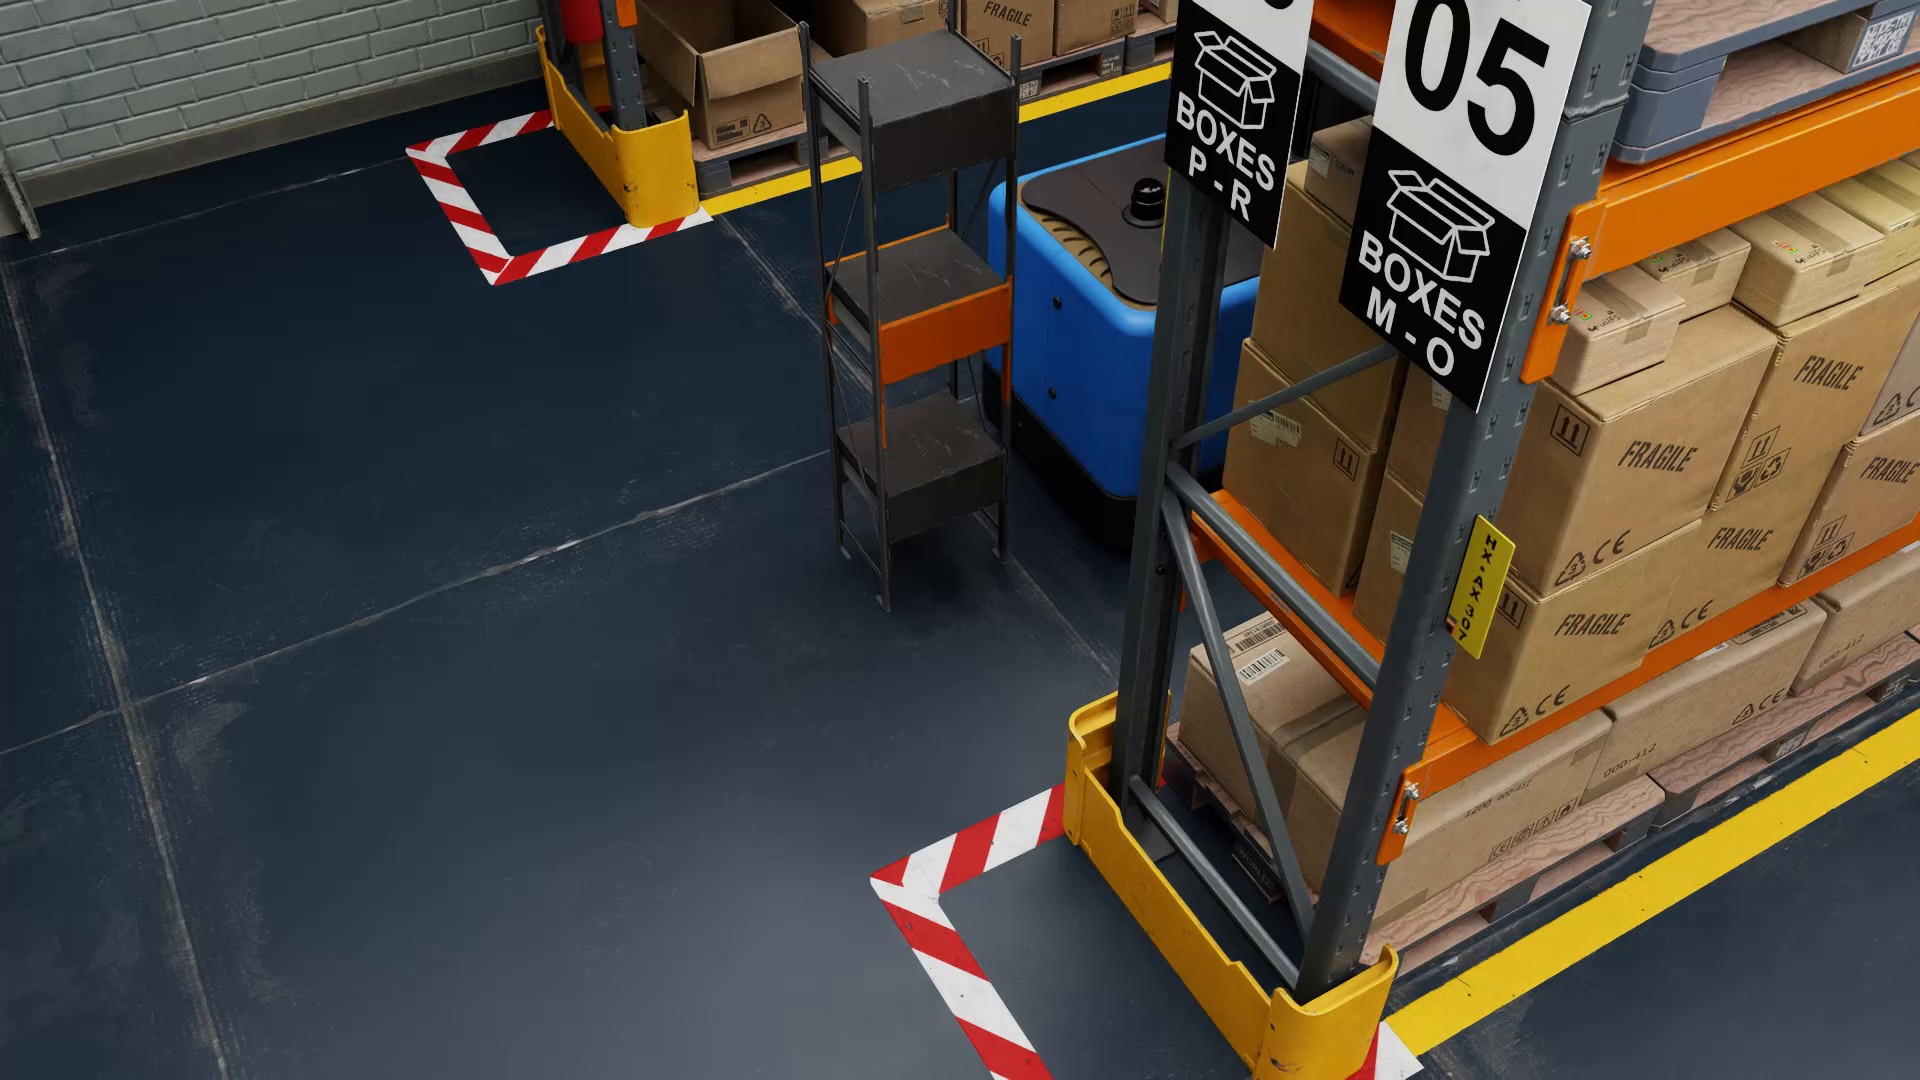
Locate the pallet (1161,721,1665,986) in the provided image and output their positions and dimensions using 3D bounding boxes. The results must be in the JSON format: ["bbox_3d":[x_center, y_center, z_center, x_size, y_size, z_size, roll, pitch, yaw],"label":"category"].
[{"bbox_3d":[1.417,0.776,5.299,1.213,0.211,1.003,-22,48,-21],"label":"pallet"}]

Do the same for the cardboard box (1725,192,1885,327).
[{"bbox_3d":[1.683,-0.639,3.499,0.250,0.149,0.380,-20,48,-20],"label":"cardboard box"}]

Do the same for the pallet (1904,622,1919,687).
[{"bbox_3d":[3.533,-0.071,6.172,1.213,0.211,1.003,-22,48,-21],"label":"pallet"}]

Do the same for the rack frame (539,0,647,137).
[{"bbox_3d":[-1.713,-2.896,7.081,0.127,3.000,1.000,-22,48,-21],"label":"rack frame"}]

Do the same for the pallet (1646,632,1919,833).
[{"bbox_3d":[2.474,0.355,5.733,1.213,0.211,1.003,-22,48,-21],"label":"pallet"}]

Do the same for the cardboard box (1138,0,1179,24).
[{"bbox_3d":[1.109,-2.959,8.807,0.258,0.266,0.396,-20,48,-20],"label":"cardboard box"}]

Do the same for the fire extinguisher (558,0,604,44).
[{"bbox_3d":[-1.611,-2.405,6.897,0.183,0.674,0.296,-22,48,-21],"label":"fire extinguisher"}]

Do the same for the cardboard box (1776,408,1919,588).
[{"bbox_3d":[2.197,-0.287,4.321,0.500,0.500,0.500,-22,48,-21],"label":"cardboard box"}]

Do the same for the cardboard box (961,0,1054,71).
[{"bbox_3d":[0.133,-2.701,8.373,0.500,0.500,0.500,-21,48,-20],"label":"cardboard box"}]

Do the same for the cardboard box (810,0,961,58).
[{"bbox_3d":[-0.375,-2.578,8.246,0.500,0.500,0.700,-20,48,-19],"label":"cardboard box"}]

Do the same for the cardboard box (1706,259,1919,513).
[{"bbox_3d":[1.765,-0.473,3.794,0.500,0.500,0.500,-23,49,-22],"label":"cardboard box"}]

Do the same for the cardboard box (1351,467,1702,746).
[{"bbox_3d":[1.322,0.071,3.952,0.500,0.500,0.500,-22,48,-21],"label":"cardboard box"}]

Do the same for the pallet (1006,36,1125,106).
[{"bbox_3d":[0.100,-2.620,8.798,1.213,0.211,1.003,-22,48,-21],"label":"pallet"}]

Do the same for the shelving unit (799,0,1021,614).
[{"bbox_3d":[-0.144,-0.696,5.460,0.503,2.100,0.431,-22,48,-21],"label":"shelving unit"}]

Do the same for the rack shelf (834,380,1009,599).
[{"bbox_3d":[-0.144,-0.184,5.957,0.480,0.518,0.431,-22,48,-21],"label":"rack shelf"}]

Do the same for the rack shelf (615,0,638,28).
[{"bbox_3d":[0.021,-3.332,8.046,4.000,0.370,1.077,-22,48,-21],"label":"rack shelf"}]

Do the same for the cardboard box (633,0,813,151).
[{"bbox_3d":[-1.136,-2.306,7.964,0.637,0.503,0.797,-24,49,-22],"label":"cardboard box"}]

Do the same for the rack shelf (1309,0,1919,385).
[{"bbox_3d":[2.497,-1.413,3.914,4.000,0.370,1.077,-22,48,-21],"label":"rack shelf"}]

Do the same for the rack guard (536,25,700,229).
[{"bbox_3d":[-1.647,-2.026,7.978,0.348,0.500,1.175,-22,48,-21],"label":"rack guard"}]

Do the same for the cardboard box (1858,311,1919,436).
[{"bbox_3d":[2.208,-0.656,3.983,0.500,0.500,0.500,-22,48,-21],"label":"cardboard box"}]

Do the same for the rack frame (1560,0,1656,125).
[{"bbox_3d":[0.763,-2.053,1.904,0.127,3.000,1.000,-22,48,-21],"label":"rack frame"}]

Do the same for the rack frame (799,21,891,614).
[{"bbox_3d":[-0.355,-0.611,5.372,0.015,2.100,0.400,-22,48,-21],"label":"rack frame"}]

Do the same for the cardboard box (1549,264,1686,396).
[{"bbox_3d":[1.208,-0.484,3.339,0.250,0.149,0.380,-21,48,-20],"label":"cardboard box"}]

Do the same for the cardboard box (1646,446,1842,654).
[{"bbox_3d":[1.747,-0.122,4.150,0.500,0.500,0.500,-22,48,-21],"label":"cardboard box"}]

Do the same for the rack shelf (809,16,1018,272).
[{"bbox_3d":[-0.144,-1.189,4.982,0.480,0.518,0.431,-22,48,-21],"label":"rack shelf"}]

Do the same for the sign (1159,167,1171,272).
[{"bbox_3d":[0.504,-0.733,3.850,0.005,0.325,0.100,-22,48,-21],"label":"sign"}]

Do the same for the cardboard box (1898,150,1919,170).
[{"bbox_3d":[2.103,-0.864,3.731,0.250,0.149,0.380,-21,48,-21],"label":"cardboard box"}]

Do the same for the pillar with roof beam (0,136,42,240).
[{"bbox_3d":[-2.356,-2.059,1.910,0.400,9.000,9.100,-22,48,-21],"label":"pillar with roof beam"}]

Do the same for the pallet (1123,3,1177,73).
[{"bbox_3d":[1.159,-3.046,9.237,1.213,0.211,1.003,-22,48,-21],"label":"pallet"}]

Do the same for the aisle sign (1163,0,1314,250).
[{"bbox_3d":[0.546,-0.996,3.255,0.004,0.787,0.394,-22,48,-21],"label":"aisle sign"}]

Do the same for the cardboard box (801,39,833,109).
[{"bbox_3d":[-0.748,-2.303,8.215,0.250,0.149,0.380,-24,49,-22],"label":"cardboard box"}]

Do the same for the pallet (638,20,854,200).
[{"bbox_3d":[-0.957,-2.199,8.365,1.213,0.211,1.003,-22,48,-21],"label":"pallet"}]

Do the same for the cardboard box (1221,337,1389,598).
[{"bbox_3d":[1.049,-0.263,4.296,0.500,0.500,0.500,-22,48,-21],"label":"cardboard box"}]

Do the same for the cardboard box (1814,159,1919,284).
[{"bbox_3d":[1.902,-0.741,3.604,0.250,0.149,0.380,-23,49,-22],"label":"cardboard box"}]

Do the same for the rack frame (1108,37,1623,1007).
[{"bbox_3d":[0.763,0.100,3.994,0.127,3.000,1.000,-22,48,-21],"label":"rack frame"}]

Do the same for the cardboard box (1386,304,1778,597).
[{"bbox_3d":[1.321,-0.290,3.605,0.500,0.500,0.500,-23,49,-22],"label":"cardboard box"}]

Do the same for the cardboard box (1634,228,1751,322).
[{"bbox_3d":[1.400,-0.618,3.477,0.250,0.149,0.380,-21,48,-20],"label":"cardboard box"}]

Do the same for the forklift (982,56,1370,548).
[{"bbox_3d":[1.631,-1.773,5.972,3.031,2.935,1.130,-21,48,-20],"label":"forklift"}]

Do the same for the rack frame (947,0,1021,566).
[{"bbox_3d":[0.068,-0.781,5.547,0.015,2.100,0.400,-22,48,-21],"label":"rack frame"}]

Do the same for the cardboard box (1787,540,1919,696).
[{"bbox_3d":[2.857,-0.055,5.692,0.875,0.438,0.875,-23,49,-22],"label":"cardboard box"}]

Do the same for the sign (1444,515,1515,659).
[{"bbox_3d":[1.034,0.098,3.317,0.005,0.325,0.100,-22,48,-21],"label":"sign"}]

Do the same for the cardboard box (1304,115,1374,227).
[{"bbox_3d":[0.974,-0.773,3.638,0.250,0.149,0.380,-21,48,-20],"label":"cardboard box"}]

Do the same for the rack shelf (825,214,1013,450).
[{"bbox_3d":[-0.144,-0.686,5.469,0.480,0.518,0.431,-22,48,-21],"label":"rack shelf"}]

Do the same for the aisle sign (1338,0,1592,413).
[{"bbox_3d":[0.845,-0.633,2.882,0.004,0.787,0.394,-22,48,-21],"label":"aisle sign"}]

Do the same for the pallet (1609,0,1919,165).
[{"bbox_3d":[1.401,-1.209,3.251,1.213,0.211,1.003,-22,48,-21],"label":"pallet"}]

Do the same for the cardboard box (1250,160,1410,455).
[{"bbox_3d":[1.062,-0.606,3.931,0.500,0.500,0.500,-20,48,-20],"label":"cardboard box"}]

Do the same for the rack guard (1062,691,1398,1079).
[{"bbox_3d":[0.742,1.005,4.856,0.348,0.500,1.175,-22,48,-21],"label":"rack guard"}]

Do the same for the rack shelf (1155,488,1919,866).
[{"bbox_3d":[2.497,-0.336,4.959,4.000,0.370,1.077,-22,48,-21],"label":"rack shelf"}]

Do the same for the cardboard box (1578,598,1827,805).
[{"bbox_3d":[2.074,0.256,5.370,0.875,0.438,0.875,-21,48,-20],"label":"cardboard box"}]

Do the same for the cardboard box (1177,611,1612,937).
[{"bbox_3d":[1.285,0.579,5.038,0.875,0.438,0.875,-23,49,-22],"label":"cardboard box"}]

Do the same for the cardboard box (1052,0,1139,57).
[{"bbox_3d":[0.525,-2.938,8.617,0.500,0.500,0.700,-24,49,-22],"label":"cardboard box"}]
